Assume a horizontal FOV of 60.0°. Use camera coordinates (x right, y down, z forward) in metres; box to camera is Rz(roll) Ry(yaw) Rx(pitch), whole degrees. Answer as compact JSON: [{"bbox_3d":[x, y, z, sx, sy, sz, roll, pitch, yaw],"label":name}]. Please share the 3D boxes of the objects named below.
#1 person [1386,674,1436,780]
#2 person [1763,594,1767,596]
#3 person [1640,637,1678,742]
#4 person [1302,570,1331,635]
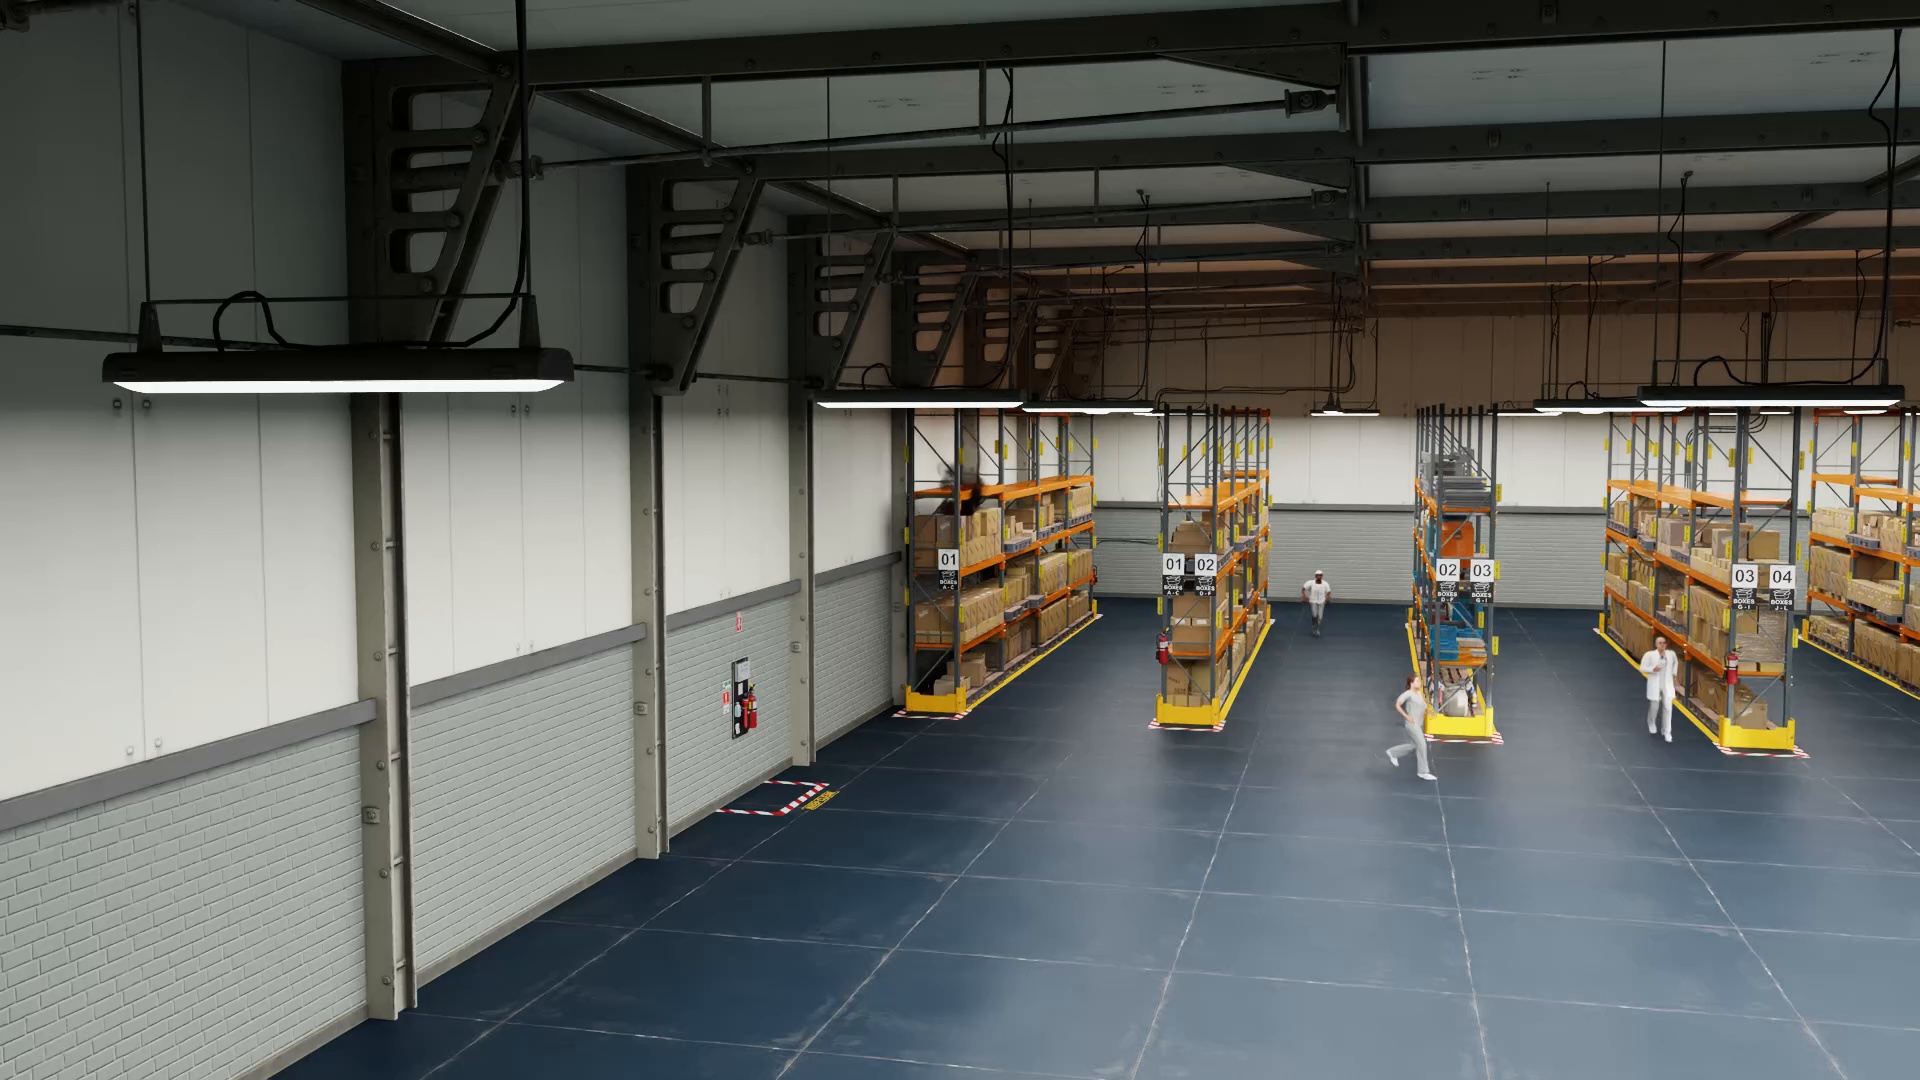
[{"bbox_3d":[7.215,2.967,26.594,0.879,1.669,0.567,3,5,40],"label":"person"},{"bbox_3d":[20.966,1.766,43.867,0.602,1.583,0.651,-4,6,-44],"label":"person"},{"bbox_3d":[12.537,2.636,29.801,0.698,1.804,0.981,1,4,11],"label":"person"},{"bbox_3d":[9.409,1.663,43.830,0.741,1.734,0.637,0,4,3],"label":"person"}]
